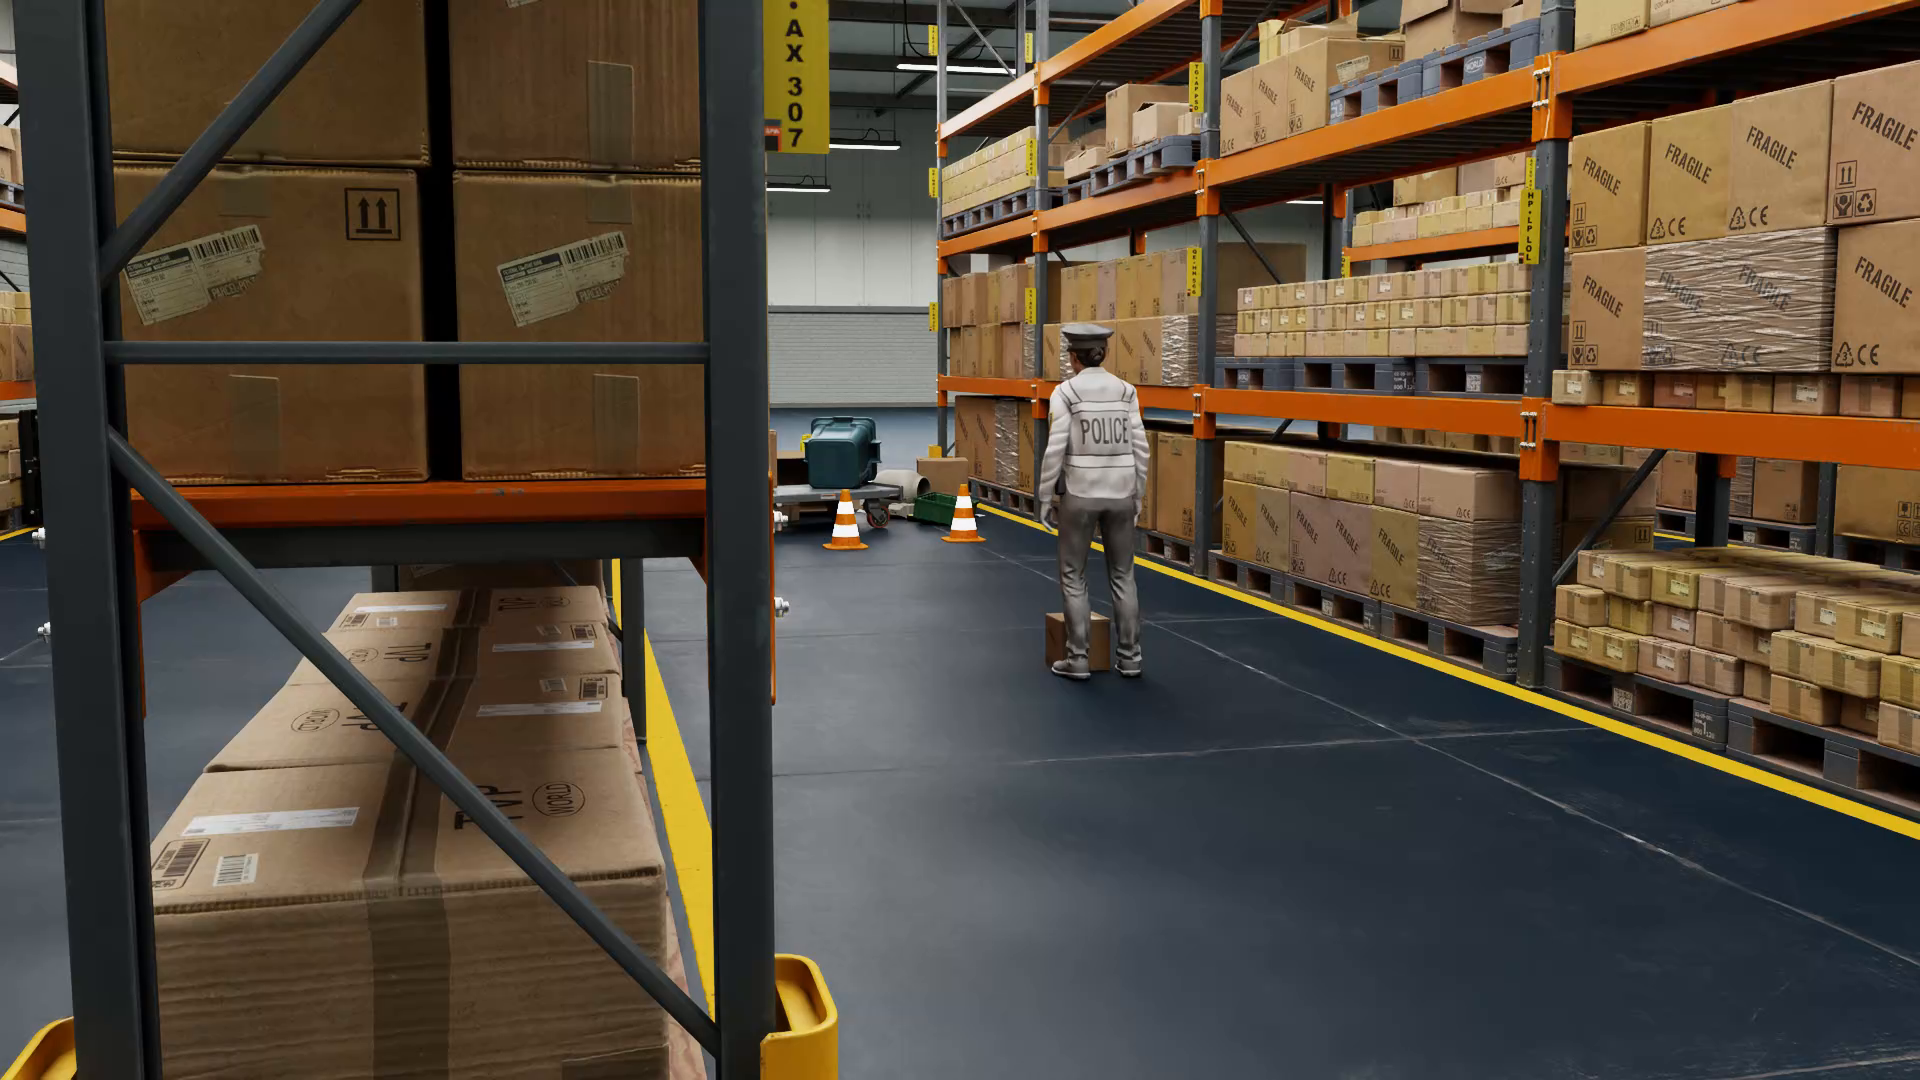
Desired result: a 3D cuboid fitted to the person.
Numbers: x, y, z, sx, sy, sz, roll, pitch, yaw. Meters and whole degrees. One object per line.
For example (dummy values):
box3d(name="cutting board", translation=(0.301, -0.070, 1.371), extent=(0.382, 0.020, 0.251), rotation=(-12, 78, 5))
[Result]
box3d(name="person", translation=(0.637, -0.181, 7.823), extent=(0.534, 1.663, 0.379), rotation=(-2, 6, -14))
